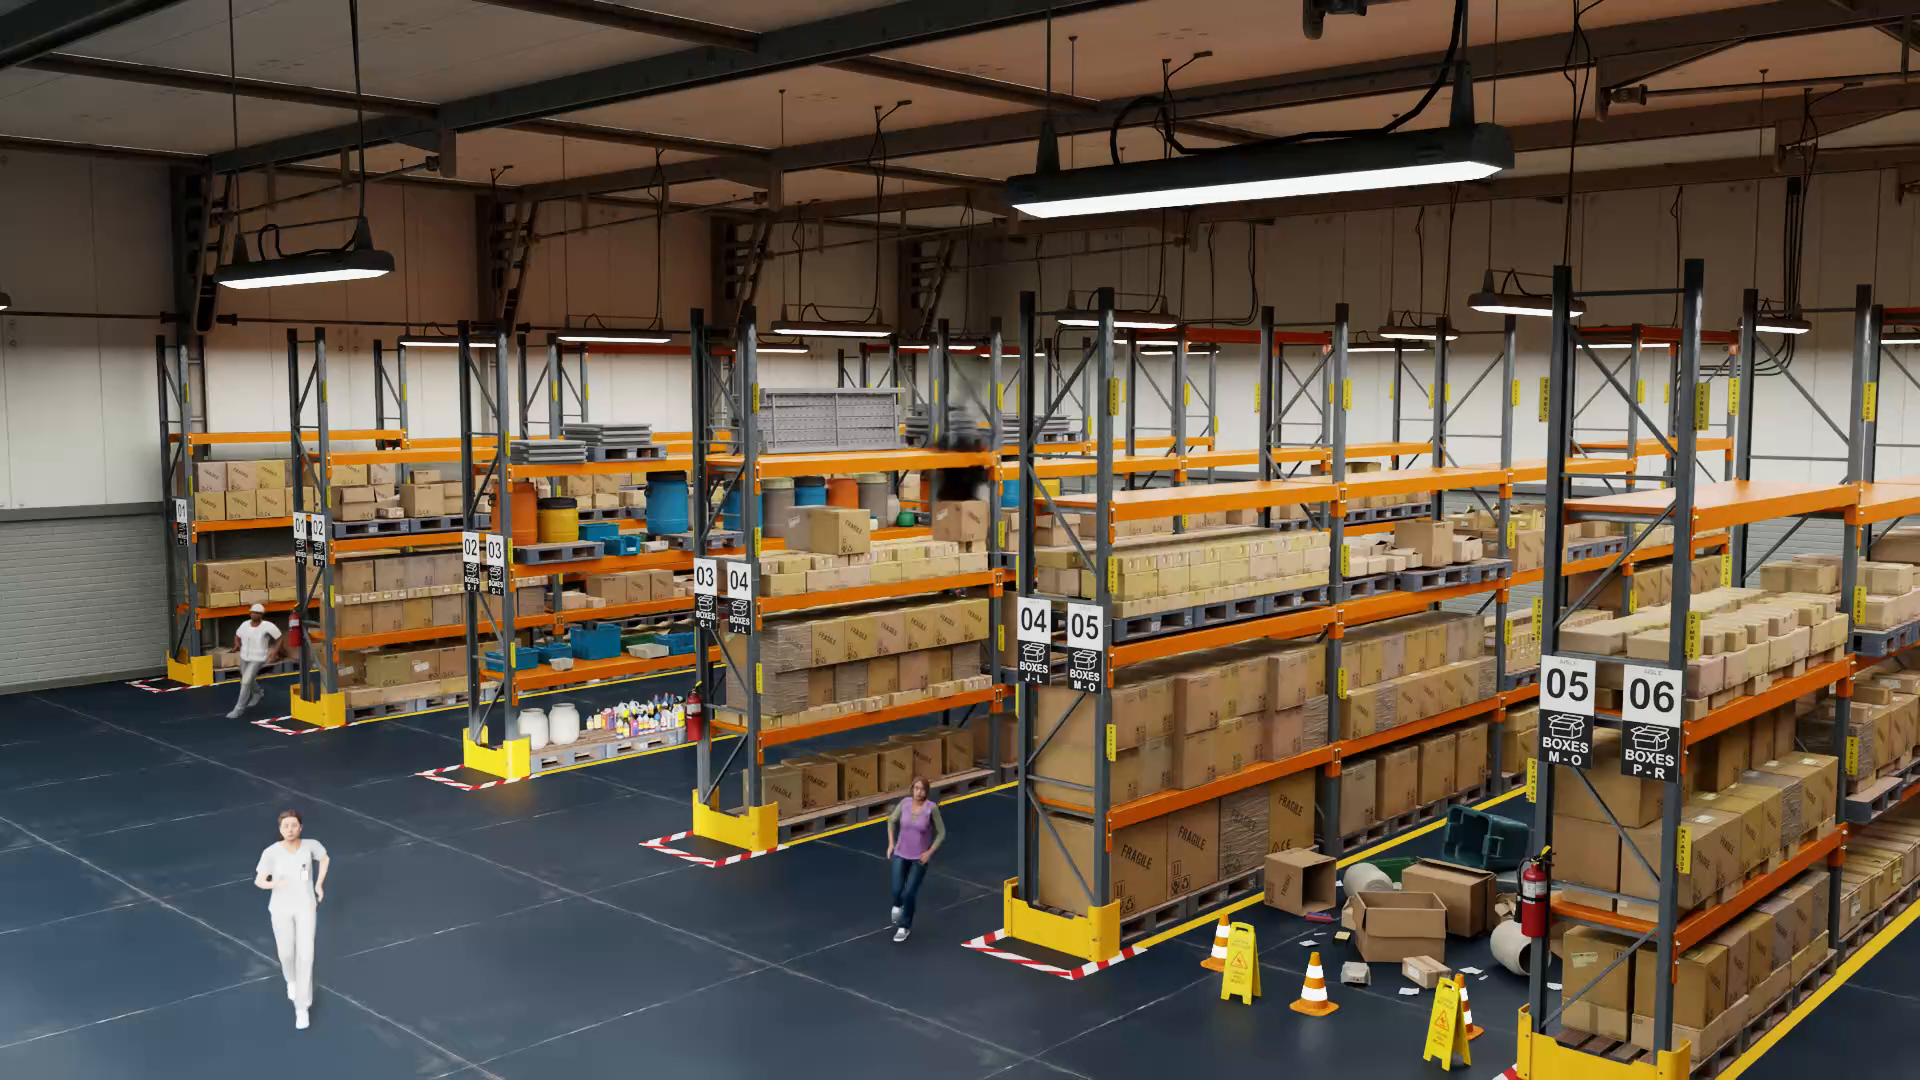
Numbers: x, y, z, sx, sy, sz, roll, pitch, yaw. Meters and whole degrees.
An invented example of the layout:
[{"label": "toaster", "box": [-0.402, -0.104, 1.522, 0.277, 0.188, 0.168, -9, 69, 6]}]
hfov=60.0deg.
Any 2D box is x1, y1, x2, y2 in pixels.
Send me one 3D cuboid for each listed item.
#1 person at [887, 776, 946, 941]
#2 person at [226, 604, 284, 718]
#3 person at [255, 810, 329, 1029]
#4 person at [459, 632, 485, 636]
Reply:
[{"label": "person", "box": [-0.408, 2.950, 15.502, 0.581, 1.545, 0.505, 1, 5, 10]}, {"label": "person", "box": [-11.009, 1.852, 25.919, 0.762, 1.734, 0.971, 1, 6, 15]}, {"label": "person", "box": [-5.427, 3.023, 13.541, 0.564, 1.662, 0.941, -2, 6, -20]}, {"label": "person", "box": [-8.678, 1.574, 29.645, 0.536, 1.680, 0.806, 3, 6, 29]}]
